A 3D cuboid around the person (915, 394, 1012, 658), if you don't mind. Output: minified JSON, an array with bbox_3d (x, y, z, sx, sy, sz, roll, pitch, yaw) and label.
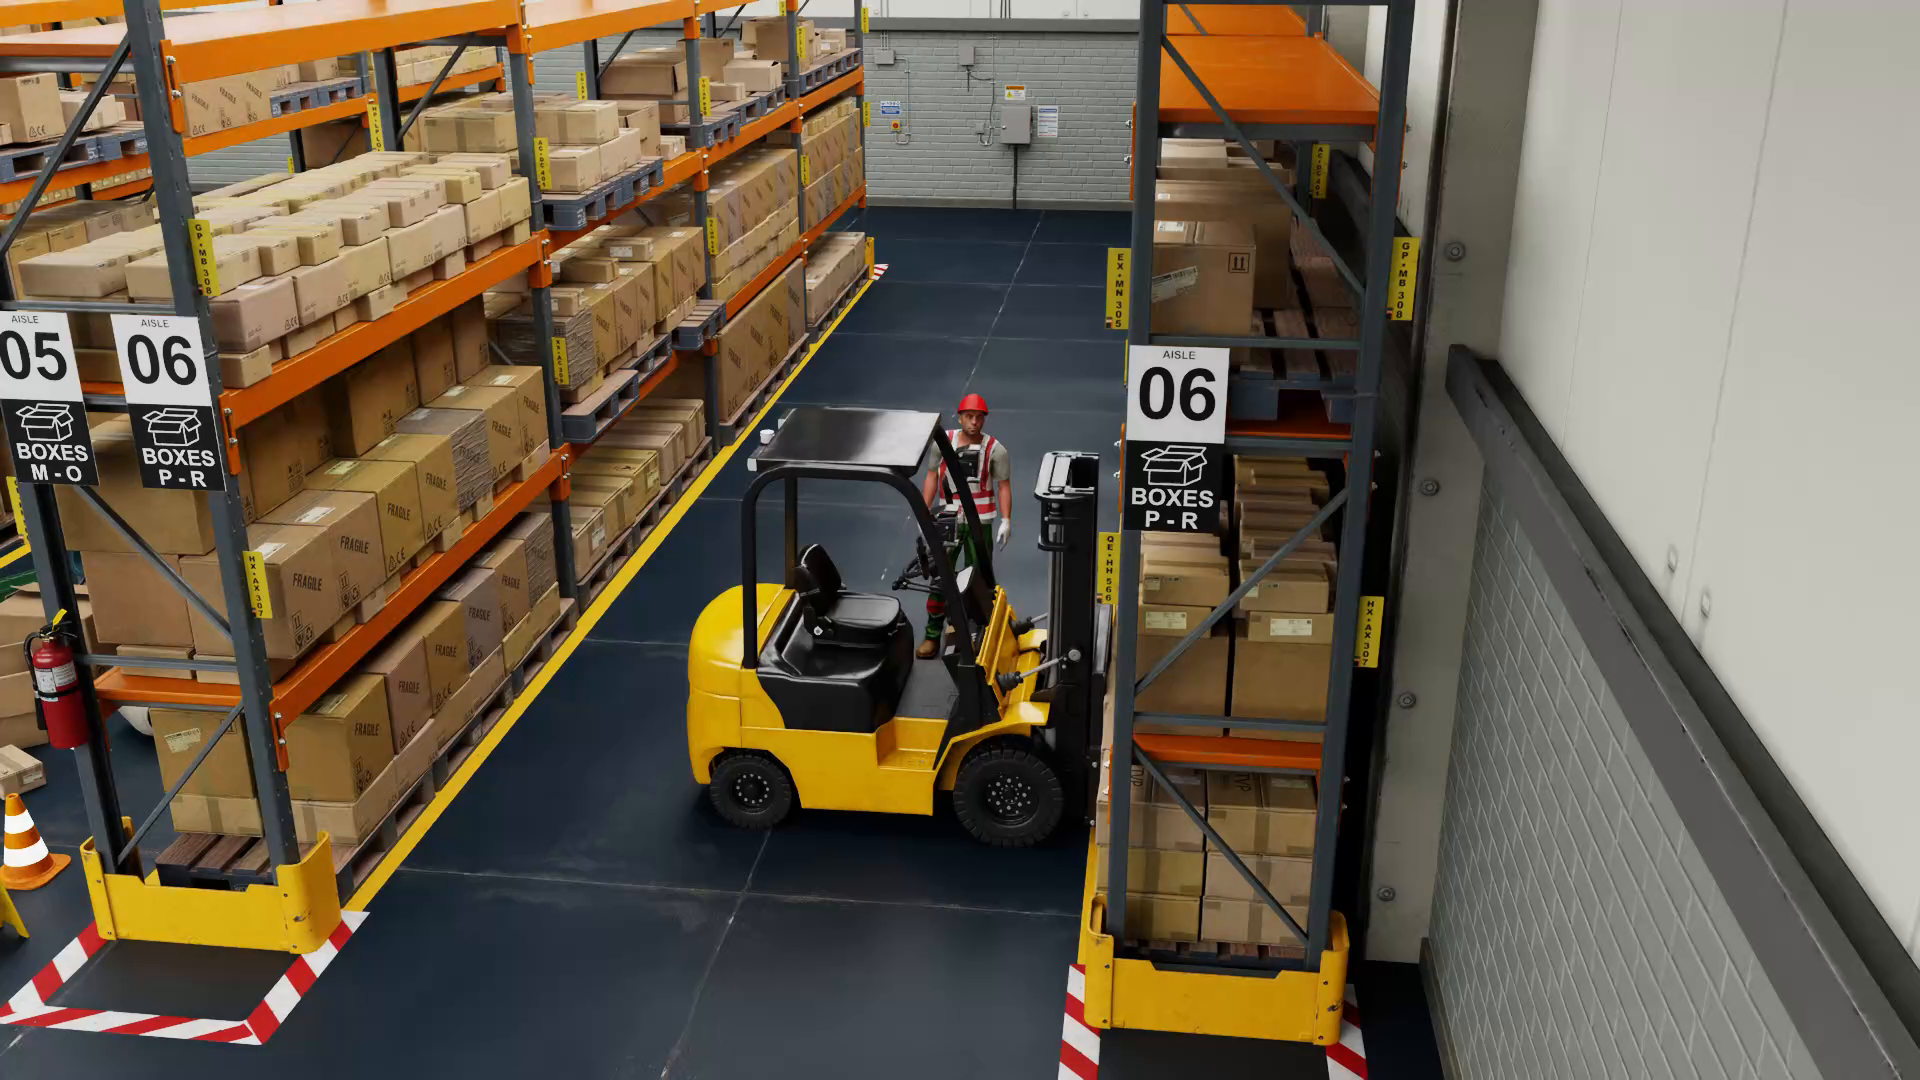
[{"bbox_3d":[0.023,-0.093,11.266,0.638,1.787,0.565,2,21,6],"label":"person"}]
